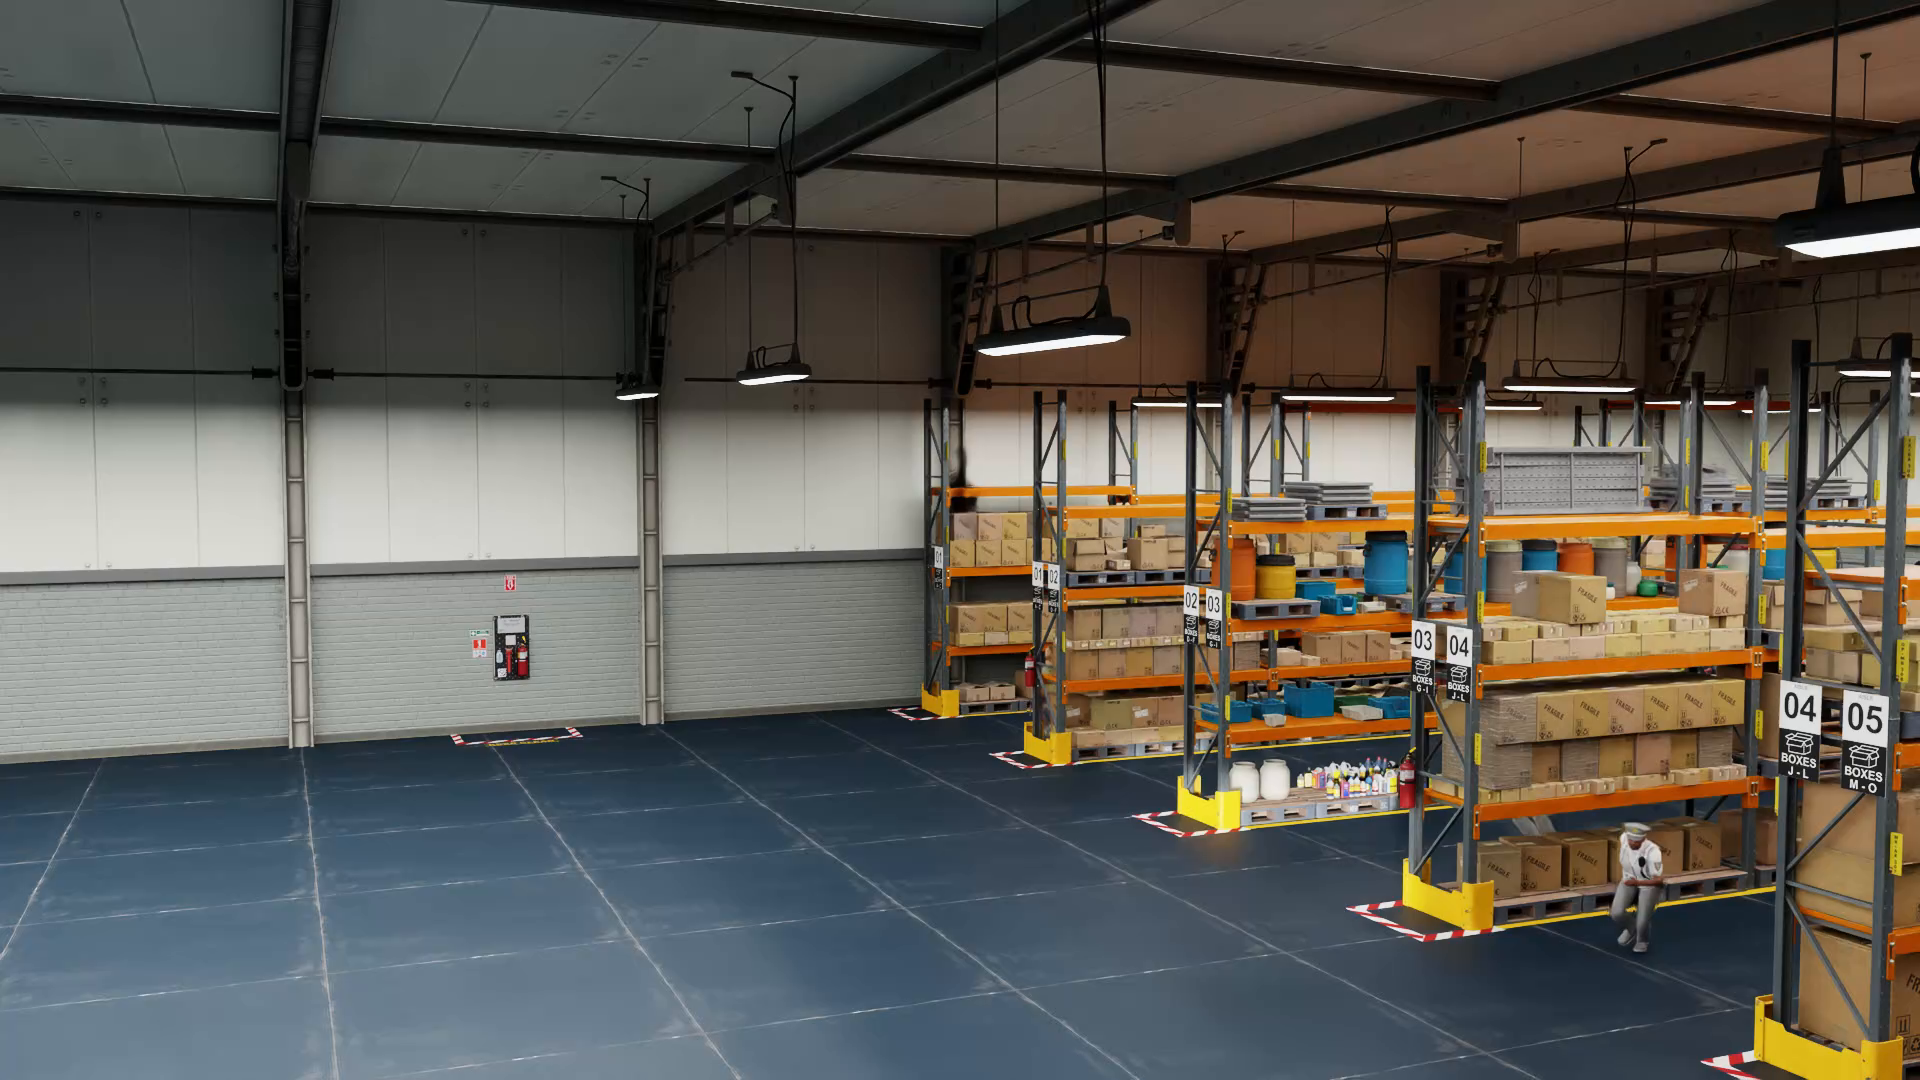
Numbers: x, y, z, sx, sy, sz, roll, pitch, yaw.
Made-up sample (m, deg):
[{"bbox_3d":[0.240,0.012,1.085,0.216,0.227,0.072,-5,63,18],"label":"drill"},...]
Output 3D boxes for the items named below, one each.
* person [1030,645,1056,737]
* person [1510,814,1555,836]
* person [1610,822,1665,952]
[{"bbox_3d":[1.567,2.640,28.905,0.644,1.651,0.546,-2,4,-29],"label":"person"},{"bbox_3d":[7.162,3.065,20.747,0.770,1.722,0.701,0,3,-7],"label":"person"},{"bbox_3d":[6.763,3.468,16.563,0.561,1.422,0.976,3,5,43],"label":"person"}]
